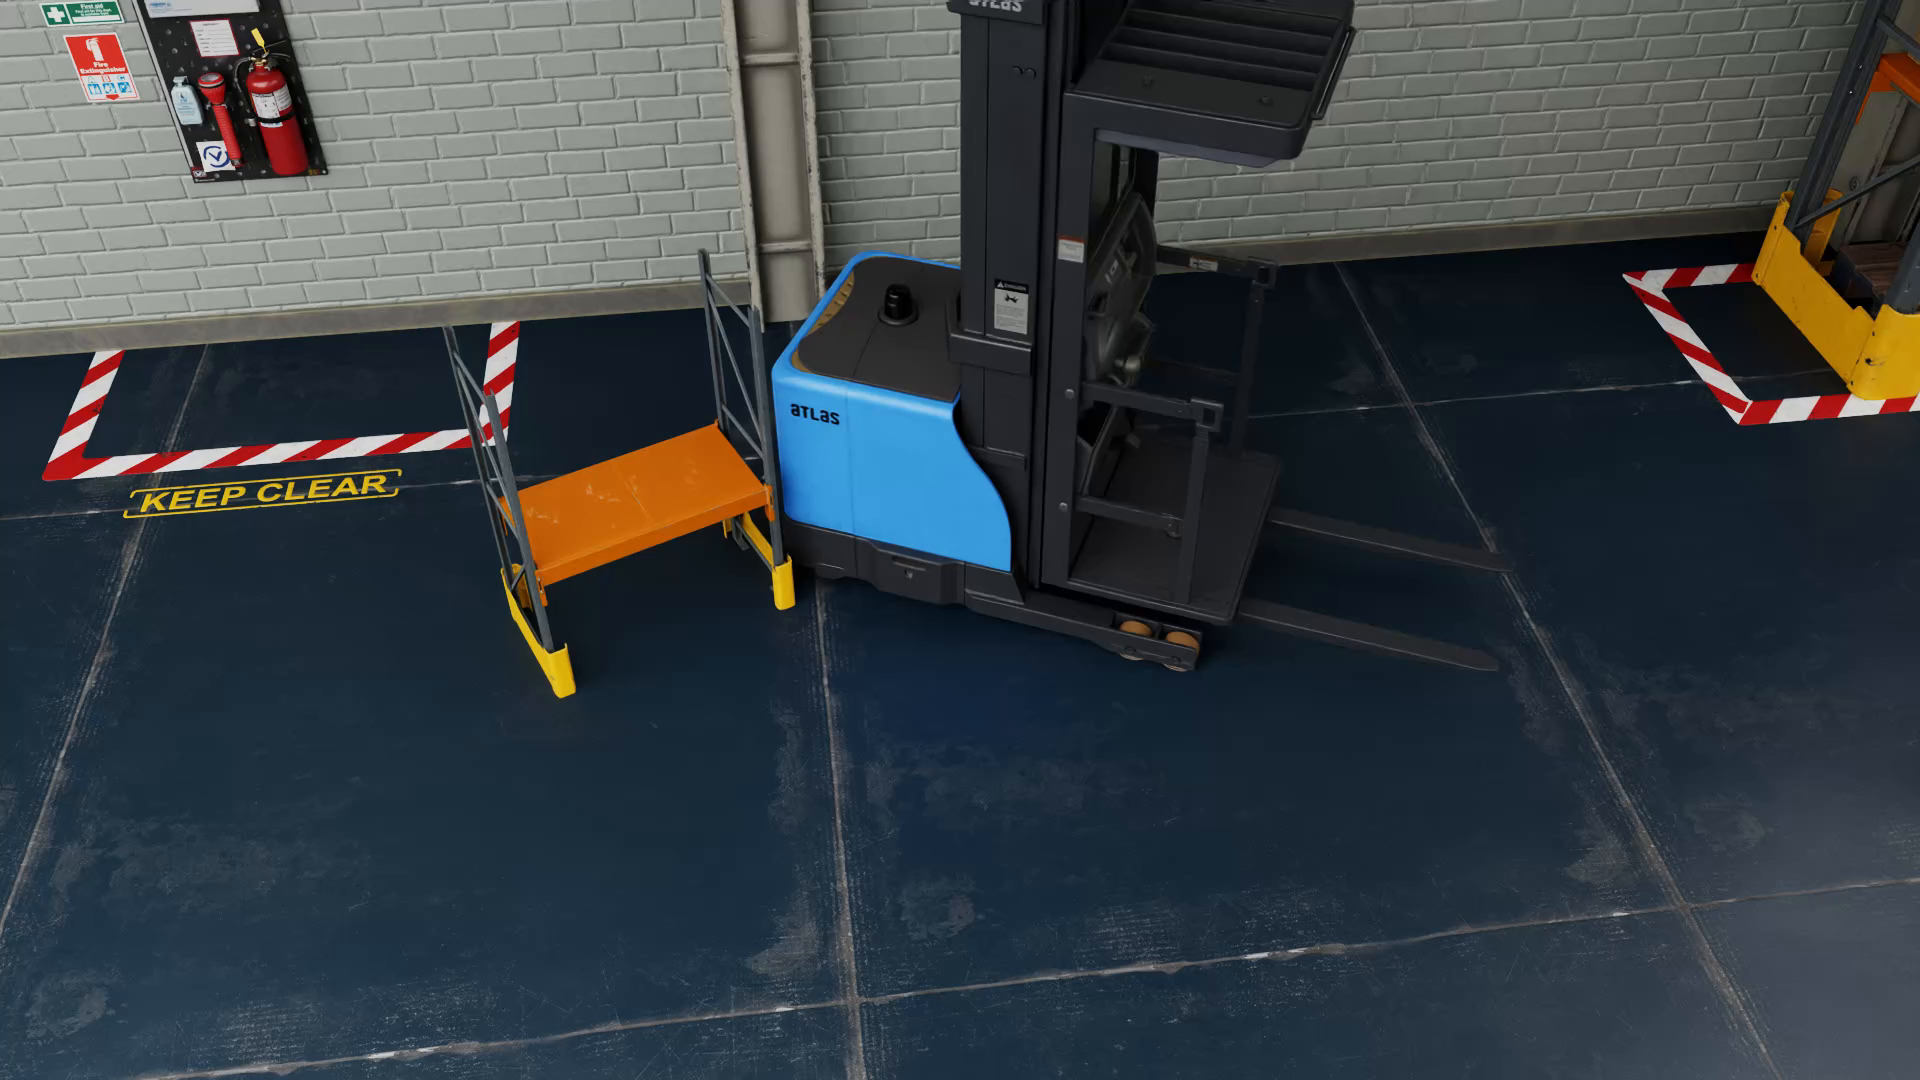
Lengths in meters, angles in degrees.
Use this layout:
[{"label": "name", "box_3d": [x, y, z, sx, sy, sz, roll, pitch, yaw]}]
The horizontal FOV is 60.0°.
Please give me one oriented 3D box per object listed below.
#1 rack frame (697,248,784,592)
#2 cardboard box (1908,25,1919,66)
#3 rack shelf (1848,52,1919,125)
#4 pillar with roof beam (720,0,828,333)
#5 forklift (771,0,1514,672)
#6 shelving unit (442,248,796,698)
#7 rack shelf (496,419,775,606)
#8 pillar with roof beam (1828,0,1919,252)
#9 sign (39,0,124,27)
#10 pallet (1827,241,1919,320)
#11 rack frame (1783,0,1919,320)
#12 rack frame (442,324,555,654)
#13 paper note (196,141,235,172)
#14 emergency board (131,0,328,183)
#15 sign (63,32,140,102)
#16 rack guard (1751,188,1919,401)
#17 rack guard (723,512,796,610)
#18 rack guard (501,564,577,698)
[{"label": "rack frame", "box_3d": [-0.884, -0.435, 6.827, 0.032, 1.500, 0.500, -22, 46, -22]}, {"label": "cardboard box", "box_3d": [4.907, -2.317, 7.891, 0.500, 0.250, 0.500, -4, 42, -5]}, {"label": "rack shelf", "box_3d": [6.452, -2.102, 8.094, 4.000, 0.370, 1.077, -5, 42, -6]}, {"label": "pillar with roof beam", "box_3d": [-0.340, -1.679, 2.608, 0.400, 9.000, 9.100, -5, 42, -6]}, {"label": "forklift", "box_3d": [0.802, -0.950, 6.330, 3.031, 2.935, 1.130, 13, 44, 14]}, {"label": "shelving unit", "box_3d": [-1.313, -0.264, 6.638, 1.083, 1.500, 0.587, -22, 46, -22]}, {"label": "rack shelf", "box_3d": [-1.321, -0.128, 6.755, 1.000, 0.185, 0.538, -22, 46, -22]}, {"label": "pillar with roof beam", "box_3d": [5.609, -2.200, 3.185, 0.400, 9.000, 9.100, -5, 42, -6]}, {"label": "sign", "box_3d": [-3.910, -2.346, 7.404, 0.331, 0.109, 0.001, -5, 42, -6]}, {"label": "pallet", "box_3d": [5.355, -1.214, 8.654, 1.213, 0.211, 1.003, -5, 42, -6]}, {"label": "rack frame", "box_3d": [4.469, -2.196, 7.660, 0.127, 3.000, 1.000, -5, 42, -6]}, {"label": "rack frame", "box_3d": [-1.759, -0.088, 6.443, 0.032, 1.500, 0.500, -22, 46, -22]}, {"label": "paper note", "box_3d": [-3.538, -1.824, 7.906, 0.142, 0.148, 0.016, -5, 42, -6]}, {"label": "emergency board", "box_3d": [-3.354, -2.121, 7.577, 0.643, 1.169, 0.194, -5, 42, -6]}, {"label": "sign", "box_3d": [-3.915, -2.155, 7.588, 0.234, 0.329, 0.001, -5, 42, -6]}, {"label": "rack guard", "box_3d": [4.544, -1.274, 8.505, 0.348, 0.500, 1.175, -5, 42, -6]}, {"label": "rack guard", "box_3d": [-0.885, 0.030, 7.245, 0.087, 0.250, 0.587, -22, 46, -22]}, {"label": "rack guard", "box_3d": [-1.742, 0.370, 6.868, 0.087, 0.250, 0.587, -22, 46, -22]}]
